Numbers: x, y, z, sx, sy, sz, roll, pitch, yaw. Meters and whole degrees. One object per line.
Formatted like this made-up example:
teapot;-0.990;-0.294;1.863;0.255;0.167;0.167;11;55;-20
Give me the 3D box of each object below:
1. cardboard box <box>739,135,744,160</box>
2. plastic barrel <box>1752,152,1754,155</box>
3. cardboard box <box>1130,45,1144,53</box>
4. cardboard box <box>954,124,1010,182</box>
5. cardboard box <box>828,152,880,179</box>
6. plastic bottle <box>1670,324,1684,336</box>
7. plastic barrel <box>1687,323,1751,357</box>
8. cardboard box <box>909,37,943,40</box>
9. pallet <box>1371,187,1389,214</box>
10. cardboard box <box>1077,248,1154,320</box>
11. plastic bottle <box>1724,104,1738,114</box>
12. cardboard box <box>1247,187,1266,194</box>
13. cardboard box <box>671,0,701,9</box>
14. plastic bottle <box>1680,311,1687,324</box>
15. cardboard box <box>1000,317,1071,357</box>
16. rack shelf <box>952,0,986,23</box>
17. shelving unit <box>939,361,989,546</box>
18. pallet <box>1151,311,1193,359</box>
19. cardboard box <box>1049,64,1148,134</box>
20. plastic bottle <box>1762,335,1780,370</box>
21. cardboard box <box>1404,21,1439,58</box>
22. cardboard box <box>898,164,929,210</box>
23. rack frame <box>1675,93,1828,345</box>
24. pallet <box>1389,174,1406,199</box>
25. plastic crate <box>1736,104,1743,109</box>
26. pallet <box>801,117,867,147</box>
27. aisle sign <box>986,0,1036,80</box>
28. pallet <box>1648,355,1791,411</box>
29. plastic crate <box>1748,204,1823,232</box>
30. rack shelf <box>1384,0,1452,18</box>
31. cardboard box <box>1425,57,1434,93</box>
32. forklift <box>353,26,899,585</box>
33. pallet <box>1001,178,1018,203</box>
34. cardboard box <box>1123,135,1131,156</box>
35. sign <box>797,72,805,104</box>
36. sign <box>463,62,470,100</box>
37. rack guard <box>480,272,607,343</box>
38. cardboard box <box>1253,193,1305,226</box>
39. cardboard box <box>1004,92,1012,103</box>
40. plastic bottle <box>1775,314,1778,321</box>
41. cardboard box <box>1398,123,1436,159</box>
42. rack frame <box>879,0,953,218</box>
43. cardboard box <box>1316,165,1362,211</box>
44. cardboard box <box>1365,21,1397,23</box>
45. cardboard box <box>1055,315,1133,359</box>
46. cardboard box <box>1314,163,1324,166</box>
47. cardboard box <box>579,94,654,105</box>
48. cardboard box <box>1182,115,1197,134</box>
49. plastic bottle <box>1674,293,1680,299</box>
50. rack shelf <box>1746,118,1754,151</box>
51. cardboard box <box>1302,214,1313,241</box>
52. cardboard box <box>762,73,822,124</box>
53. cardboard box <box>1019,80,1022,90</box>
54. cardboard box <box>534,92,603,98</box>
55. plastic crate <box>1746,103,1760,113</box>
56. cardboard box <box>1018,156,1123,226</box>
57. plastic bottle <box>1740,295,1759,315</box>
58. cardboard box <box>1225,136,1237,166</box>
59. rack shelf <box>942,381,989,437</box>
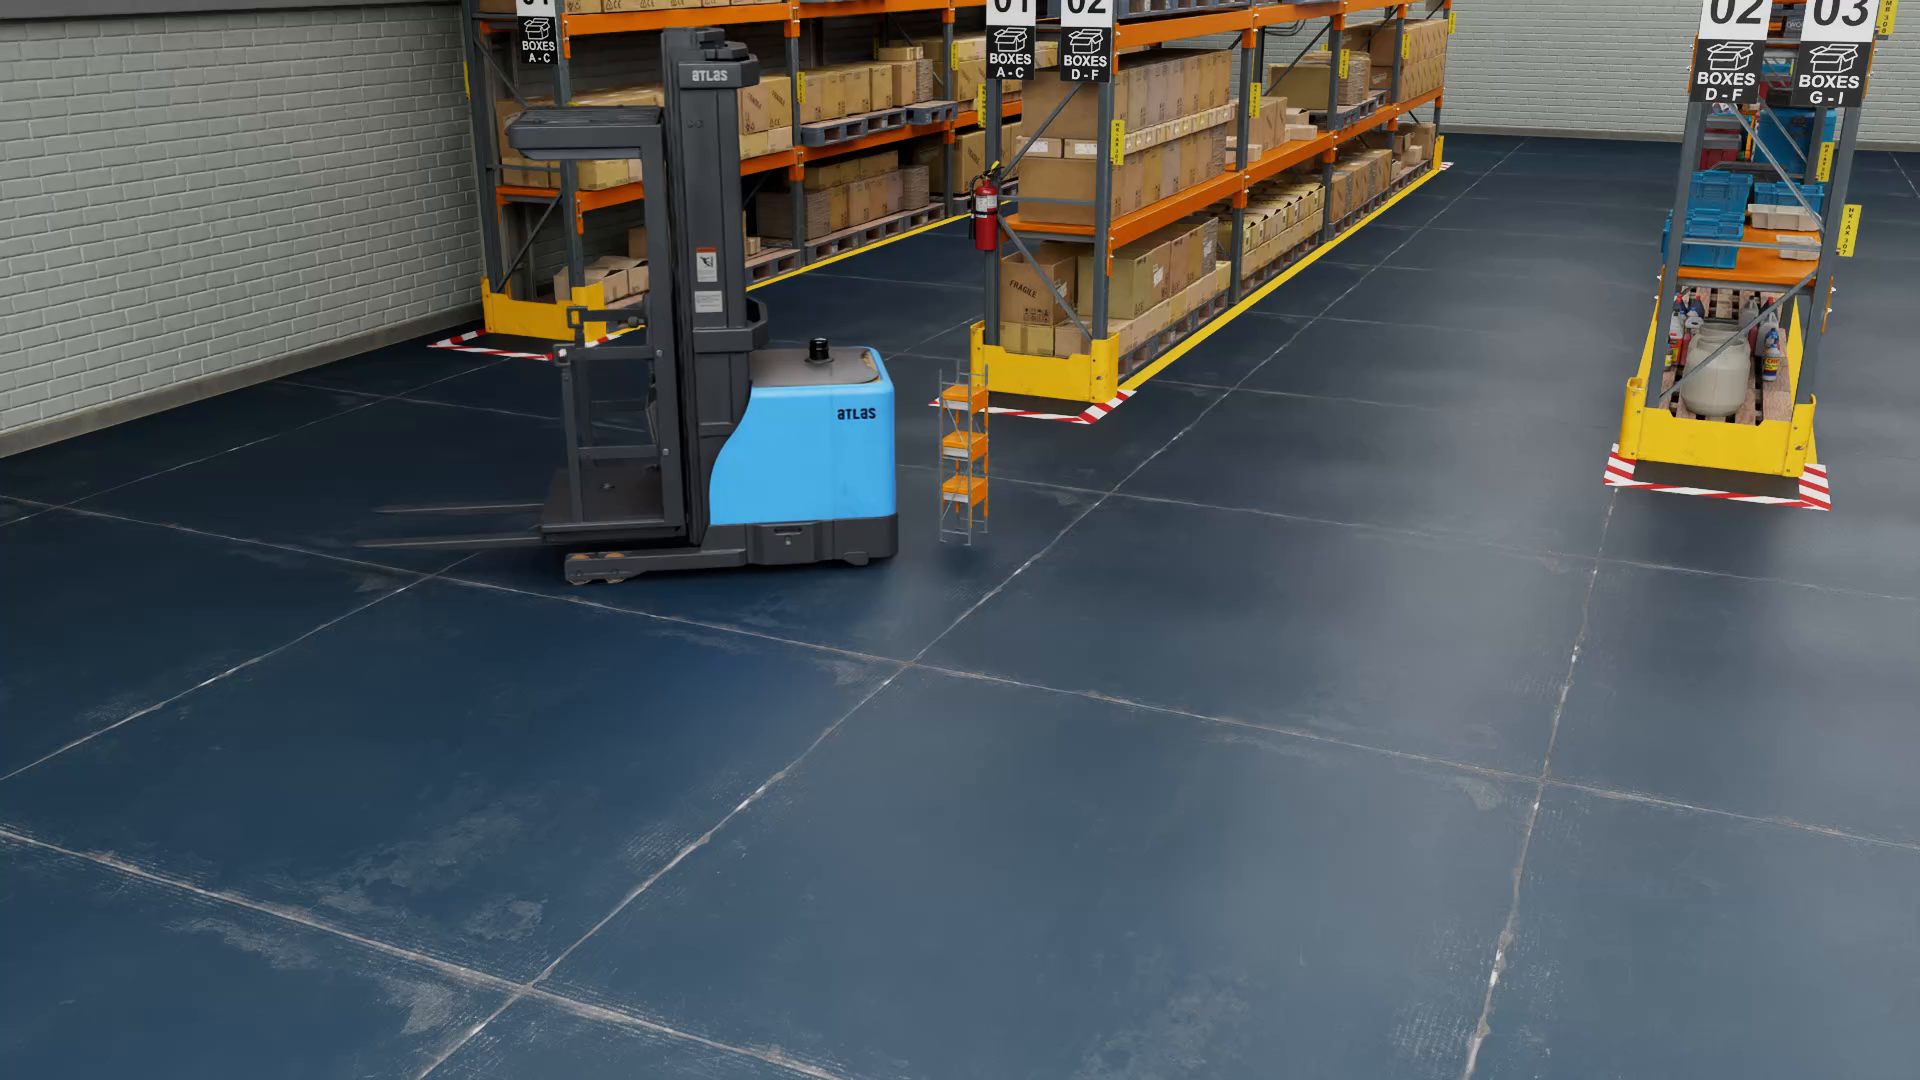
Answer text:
cardboard box;-2.528;-3.958;16.815;0.500;0.250;0.500;8;21;22
plastic barrel;7.513;-3.472;15.460;0.301;0.262;0.301;0;20;0
cardboard box;2.507;-8.165;28.003;0.980;0.700;0.700;10;22;25
cardboard box;0.216;-5.394;23.241;0.750;0.750;0.750;8;21;22
cardboard box;-1.314;-4.567;20.290;0.500;0.250;0.500;8;21;22
plastic bottle;5.730;-1.592;13.376;0.152;0.276;0.135;8;21;21
plastic barrel;5.598;-1.321;12.293;0.421;0.512;0.421;0;20;0
cardboard box;-0.405;-6.617;22.357;0.500;0.250;0.500;8;21;21
pallet;5.291;-4.712;22.903;1.003;0.211;1.213;9;21;23
cardboard box;1.301;-2.153;13.905;0.500;0.500;0.500;9;21;23
plastic bottle;9.329;-5.147;20.150;0.152;0.276;0.135;9;21;23
cardboard box;3.261;-3.942;19.216;0.500;0.311;0.500;8;21;21
cardboard box;-2.819;-5.313;15.775;0.500;0.500;0.500;10;22;26
plastic bottle;6.018;-1.777;13.905;0.097;0.271;0.097;0;20;0
cardboard box;0.625;-1.718;13.800;0.500;0.250;0.500;9;21;23
rack shelf;0.249;-7.421;22.956;1.077;0.370;4.000;9;21;23
shelving unit;0.022;-0.511;9.839;0.215;1.050;0.252;9;21;23
pallet;1.451;-1.909;15.020;1.003;0.211;1.213;9;21;23
cardboard box;1.110;-3.588;13.496;0.700;0.500;0.500;8;21;21
plastic bottle;6.360;-1.468;13.037;0.097;0.271;0.097;0;20;0
cardboard box;6.882;-7.533;25.033;0.500;0.500;0.500;9;22;24
cardboard box;-0.817;-4.538;21.325;0.700;0.500;0.500;9;21;23
rack frame;6.831;-3.153;14.359;1.000;3.000;0.127;9;21;23
pallet;5.871;-5.175;24.207;1.003;0.211;1.213;9;21;23
plastic crate;10.320;-5.876;22.337;0.437;0.125;0.590;9;21;23
pallet;-1.762;-4.636;18.814;1.003;0.211;1.213;9;21;23
aisle sign;0.380;-3.856;12.456;0.394;0.787;0.004;9;21;23
pallet;6.019;-1.265;13.212;1.003;0.211;1.213;9;21;23
plastic crate;6.397;-2.498;12.909;0.530;0.136;0.437;9;21;23
rack shelf;6.408;-7.965;24.487;1.077;0.370;4.000;9;21;23
cardboard box;6.874;-7.064;25.207;0.500;0.500;0.500;9;21;23
forklift;-1.914;-1.320;9.306;3.031;2.935;1.130;-3;20;-8
pallet;0.323;-5.024;23.780;1.003;0.211;1.213;9;21;23
cardboard box;1.138;-3.135;13.191;0.380;0.149;0.250;8;21;21
sign;-1.709;-4.848;17.833;0.100;0.325;0.005;9;21;23
sign;-4.344;-4.067;14.727;0.100;0.325;0.005;9;21;23
rack guard;-3.814;-2.135;15.227;1.175;0.500;0.348;9;21;23
cardboard box;3.545;-3.716;18.580;0.500;0.311;0.500;8;21;22
cardboard box;0.509;-6.245;23.397;0.380;0.149;0.250;9;22;24
plastic bottle;6.723;-1.730;13.754;0.061;0.283;0.133;10;22;26
cardboard box;7.229;-6.332;26.371;0.500;0.500;0.500;9;21;23
rack frame;-0.570;-5.735;21.619;1.000;3.000;0.127;9;21;23
cardboard box;4.818;-4.500;21.219;0.500;0.500;0.500;8;21;22
cardboard box;6.388;-7.608;25.243;0.500;0.500;0.500;9;21;23
cardboard box;1.098;-1.647;13.600;0.500;0.250;0.500;9;21;23
cardboard box;4.542;-4.724;21.849;0.500;0.500;0.500;8;21;21
cardboard box;-3.164;-3.836;15.354;0.500;0.500;0.500;9;21;23
cardboard box;1.876;-3.686;14.740;0.380;0.149;0.250;9;22;24
plastic bottle;6.300;-2.038;14.637;0.097;0.271;0.097;0;20;0
rack shelf;9.288;-4.648;19.637;1.077;0.370;4.000;9;21;23
cardboard box;3.751;-3.607;19.111;0.500;0.250;0.500;8;21;22
cardboard box;-1.968;-4.918;18.515;0.700;0.500;0.500;9;21;23
cardboard box;0.696;-6.669;23.623;0.500;0.500;0.500;9;21;23
cardboard box;-3.631;-3.908;15.555;0.500;0.500;0.500;9;21;23
plastic crate;10.428;-5.625;21.614;0.396;0.136;0.243;9;21;23
cardboard box;0.878;-2.799;13.214;0.700;0.500;0.500;9;21;23
plastic bottle;6.698;-1.896;14.120;0.144;0.351;0.185;9;21;23
cardboard box;2.475;-3.920;16.738;0.500;0.250;0.500;10;22;26
rack shelf;0.022;-0.768;9.747;0.215;0.259;0.240;9;21;23
